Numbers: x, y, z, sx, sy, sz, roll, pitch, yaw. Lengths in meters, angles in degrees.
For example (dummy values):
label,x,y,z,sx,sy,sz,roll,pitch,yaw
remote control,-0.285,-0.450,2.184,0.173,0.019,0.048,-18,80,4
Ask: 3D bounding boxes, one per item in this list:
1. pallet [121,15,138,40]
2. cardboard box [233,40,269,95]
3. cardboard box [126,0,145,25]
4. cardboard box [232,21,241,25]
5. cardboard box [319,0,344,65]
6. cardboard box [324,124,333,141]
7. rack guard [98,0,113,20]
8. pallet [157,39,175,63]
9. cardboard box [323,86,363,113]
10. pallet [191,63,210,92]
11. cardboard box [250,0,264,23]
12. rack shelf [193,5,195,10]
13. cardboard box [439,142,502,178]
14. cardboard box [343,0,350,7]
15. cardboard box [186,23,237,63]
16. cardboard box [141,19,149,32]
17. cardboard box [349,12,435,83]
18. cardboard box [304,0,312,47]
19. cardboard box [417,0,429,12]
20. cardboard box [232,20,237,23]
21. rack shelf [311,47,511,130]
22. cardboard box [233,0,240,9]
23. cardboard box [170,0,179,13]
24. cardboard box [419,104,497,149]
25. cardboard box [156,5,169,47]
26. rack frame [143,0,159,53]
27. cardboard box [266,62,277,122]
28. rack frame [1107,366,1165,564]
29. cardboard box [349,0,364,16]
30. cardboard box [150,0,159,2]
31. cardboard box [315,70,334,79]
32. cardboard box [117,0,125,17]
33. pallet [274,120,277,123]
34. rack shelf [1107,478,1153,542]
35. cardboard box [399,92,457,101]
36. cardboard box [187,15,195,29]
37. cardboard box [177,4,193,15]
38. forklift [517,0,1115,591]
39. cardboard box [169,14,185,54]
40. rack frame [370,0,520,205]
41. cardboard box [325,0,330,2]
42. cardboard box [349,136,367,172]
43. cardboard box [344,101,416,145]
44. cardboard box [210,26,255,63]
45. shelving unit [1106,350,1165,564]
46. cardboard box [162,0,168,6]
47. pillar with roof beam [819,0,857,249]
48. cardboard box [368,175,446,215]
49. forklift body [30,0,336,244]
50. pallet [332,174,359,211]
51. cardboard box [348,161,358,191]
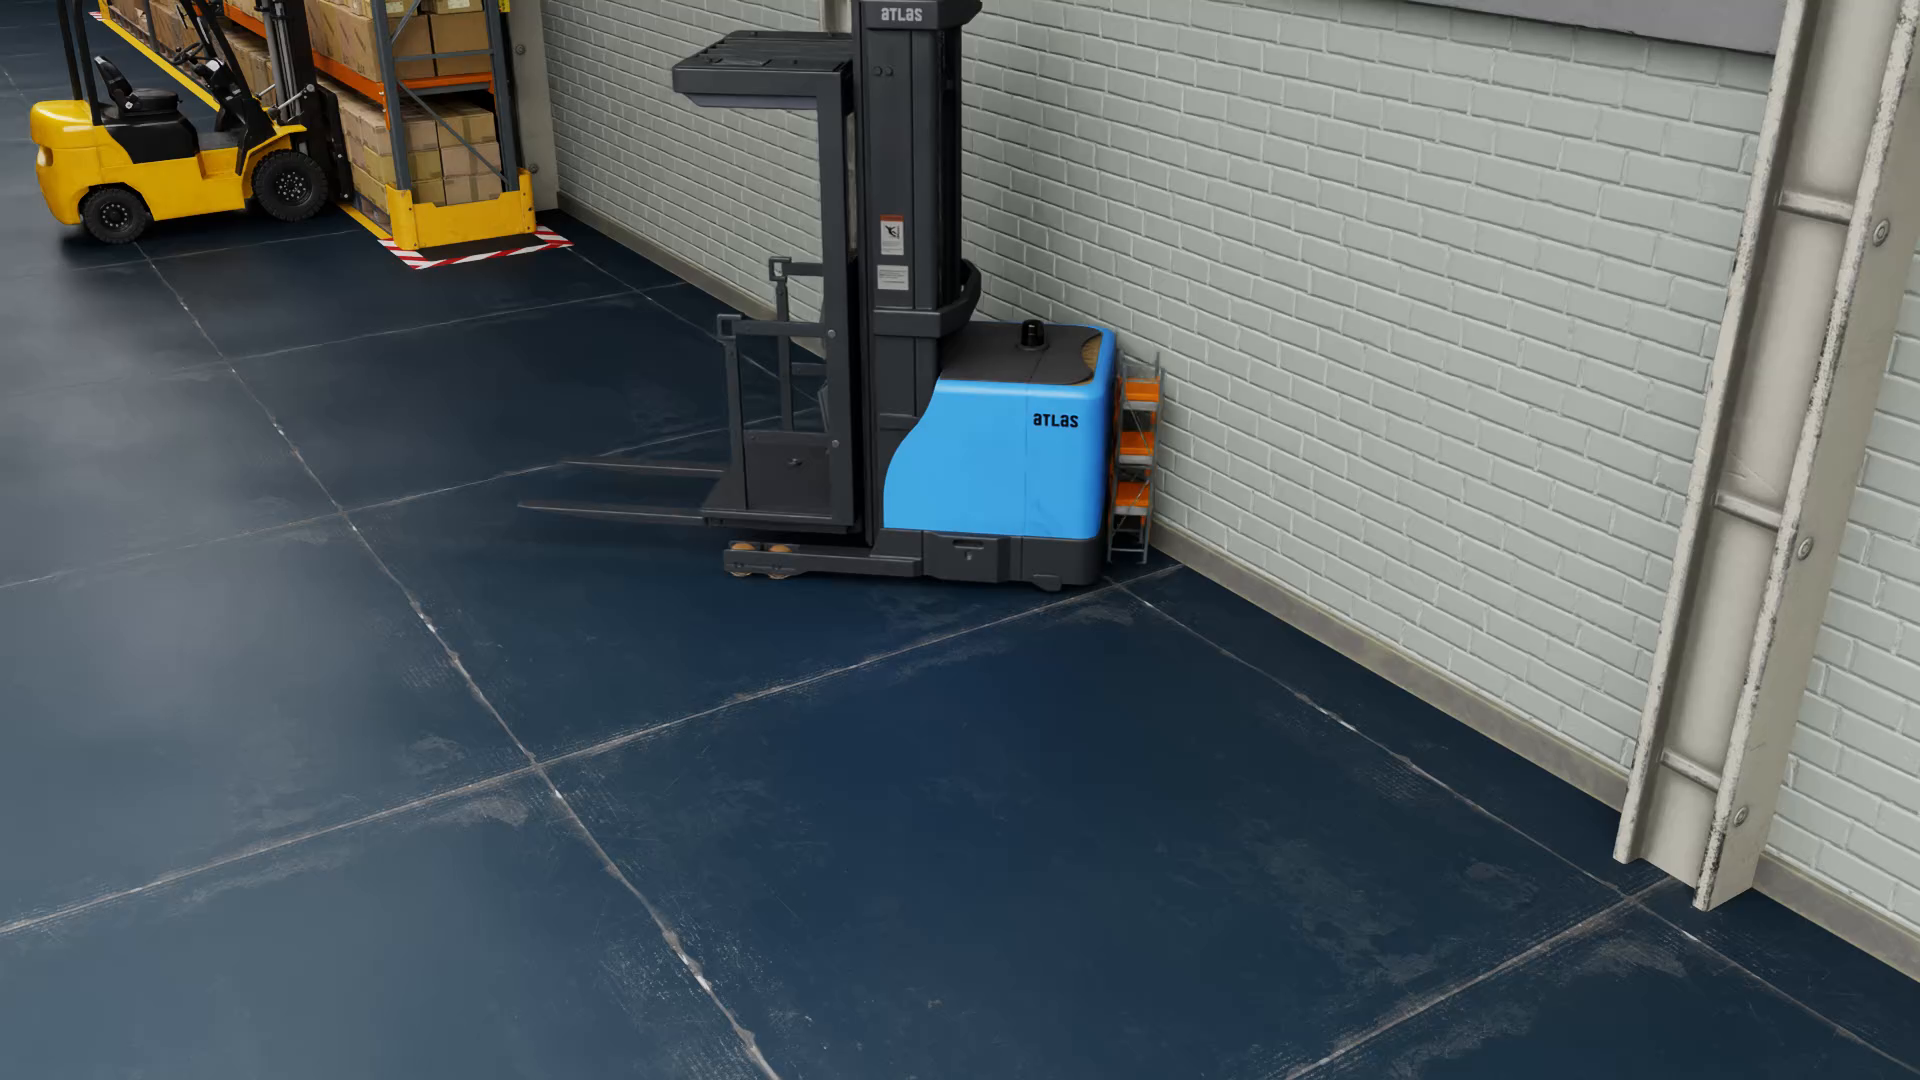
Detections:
label,x,y,z,sx,sy,sz,roll,pitch,yaw
pallet,-11.840,-7.681,24.774,1.003,0.211,1.213,-16,29,-30
cardboard box,-7.552,-5.246,18.638,0.875,0.625,0.625,-17,30,-32
cardboard box,-11.724,-7.823,24.243,0.700,0.500,0.500,-17,30,-31
cardboard box,-8.859,-6.284,20.985,0.500,0.500,0.500,-15,29,-29
cardboard box,-5.289,-4.498,14.648,0.500,0.500,0.500,-16,30,-31
cardboard box,-5.607,-3.783,15.392,0.500,0.250,0.500,-16,29,-30
rack guard,-12.938,-8.533,26.239,1.175,0.500,0.348,-16,29,-30
pallet,-10.320,-6.716,22.730,1.003,0.211,1.213,-16,29,-30
cardboard box,-5.596,-4.000,15.268,0.500,0.250,0.500,-16,30,-31
pallet,-8.988,-5.844,20.881,1.003,0.211,1.213,-16,29,-30
cardboard box,-6.923,-5.449,16.956,0.500,0.250,0.500,-15,29,-28
rack shelf,-9.704,-7.219,21.371,1.077,0.370,4.000,-16,29,-30
cardboard box,-4.328,-3.356,14.490,0.500,0.250,0.500,-15,29,-29
cardboard box,-5.050,-4.647,14.204,0.380,0.149,0.250,-16,30,-30
cardboard box,-9.288,-6.171,20.744,0.500,0.500,0.500,-16,30,-30
cardboard box,-11.346,-7.291,23.528,0.380,0.149,0.250,-17,30,-31
cardboard box,-4.734,-4.127,13.862,0.500,0.500,0.500,-16,30,-31
cardboard box,-5.830,-4.860,15.415,0.500,0.500,0.500,-16,30,-30
cardboard box,-4.401,-4.561,14.021,0.380,0.149,0.250,-16,29,-30
cardboard box,-8.961,-6.612,20.920,0.380,0.149,0.250,-15,29,-29
rack shelf,-5.337,-4.357,15.309,1.077,0.370,4.000,-16,29,-30
cardboard box,-7.448,-5.813,17.725,0.500,0.250,0.500,-15,29,-29
cardboard box,-10.058,-6.970,21.676,0.380,0.149,0.250,-14,29,-28
cardboard box,-4.349,-3.582,14.382,0.500,0.250,0.500,-16,30,-30
cardboard box,-10.422,-6.905,22.300,0.500,0.500,0.500,-16,30,-30
rack frame,-10.796,-8.259,22.732,1.000,3.000,0.127,-16,29,-30
cardboard box,-6.723,-4.698,17.478,0.875,0.625,0.625,-14,29,-27
rack frame,0.870,-0.360,8.269,0.200,1.050,0.008,2,25,0
cardboard box,-4.834,-4.449,13.784,0.380,0.149,0.250,-15,29,-29
cardboard box,-10.823,-7.422,22.635,0.380,0.149,0.250,-14,29,-27
cardboard box,-6.157,-4.365,16.041,0.500,0.250,0.500,-15,29,-29
cardboard box,-12.291,-8.194,25.030,0.700,0.500,0.500,-14,29,-27
pallet,-6.864,-4.391,17.805,1.003,0.211,1.213,-16,29,-30
rack shelf,0.861,-0.149,8.501,0.215,0.259,0.240,2,25,0
cardboard box,-4.889,-3.941,15.143,0.500,0.250,0.500,-16,30,-30
cardboard box,-9.269,-6.390,20.448,0.380,0.149,0.250,-17,30,-32
cardboard box,-9.795,-6.780,21.275,0.380,0.149,0.250,-17,30,-32
forklift,-0.748,-1.348,8.172,3.031,2.935,1.130,4,25,7
cardboard box,-9.875,-6.539,21.524,0.500,0.500,0.500,-17,30,-31
rack frame,-4.245,-3.967,13.640,1.000,3.000,0.127,-16,29,-30
cardboard box,-5.390,-4.818,14.565,0.380,0.149,0.250,-15,29,-29
cardboard box,-5.038,-3.423,14.631,0.500,0.250,0.500,-16,30,-30
cardboard box,-5.042,-3.639,14.503,0.500,0.250,0.500,-15,29,-29
cardboard box,-8.283,-5.718,19.640,0.875,0.625,0.625,-15,29,-28
shelving unit,0.872,-0.411,8.380,0.215,1.050,0.252,2,25,0
cardboard box,-10.458,-7.252,22.274,0.380,0.149,0.250,-17,30,-32
pillar with roof beam,-4.202,-3.990,6.661,9.100,9.000,0.400,-16,29,-30
cardboard box,-4.766,-3.008,14.338,0.500,0.250,0.500,-15,29,-29
forklift body,-6.809,-3.837,14.358,2.313,2.155,1.214,-16,29,-30
pallet,-5.360,-3.406,15.718,1.003,0.211,1.213,-16,29,-30
cardboard box,-5.296,-3.369,15.103,0.500,0.250,0.500,-15,29,-29
